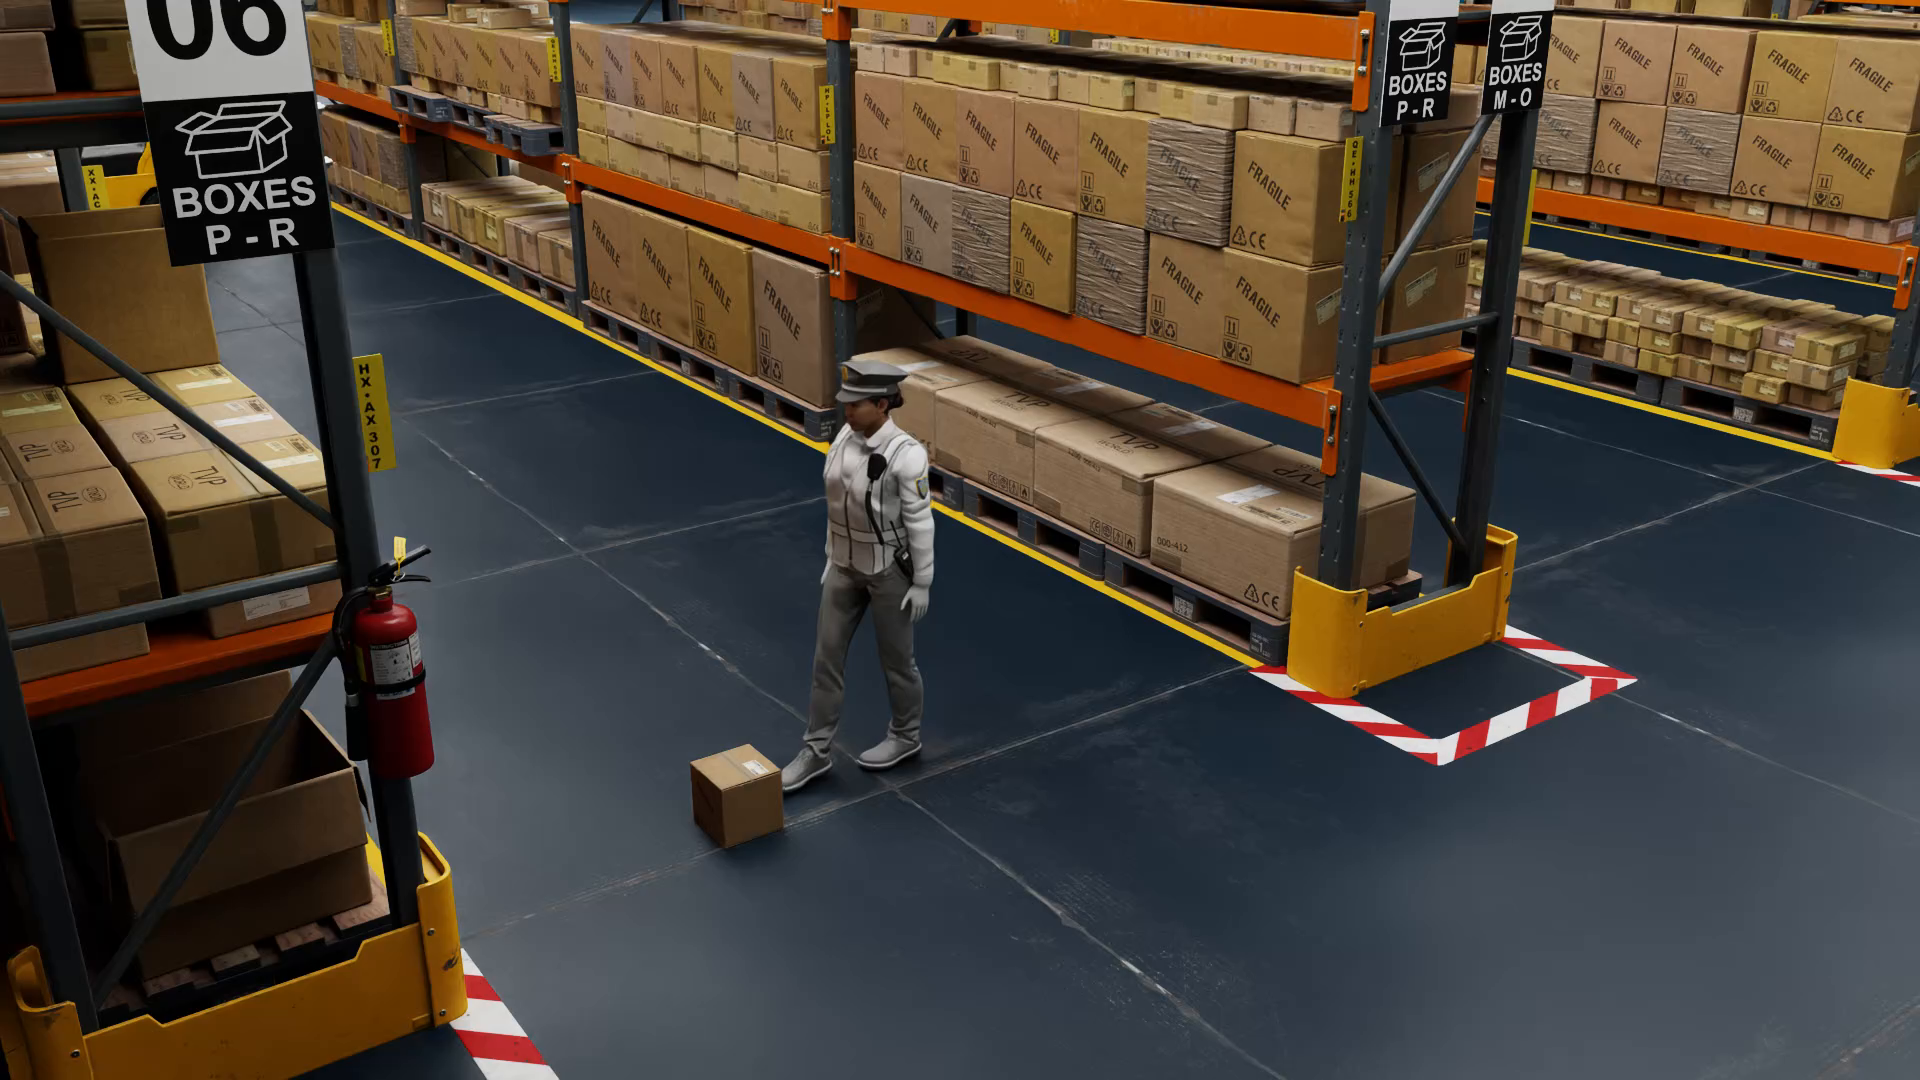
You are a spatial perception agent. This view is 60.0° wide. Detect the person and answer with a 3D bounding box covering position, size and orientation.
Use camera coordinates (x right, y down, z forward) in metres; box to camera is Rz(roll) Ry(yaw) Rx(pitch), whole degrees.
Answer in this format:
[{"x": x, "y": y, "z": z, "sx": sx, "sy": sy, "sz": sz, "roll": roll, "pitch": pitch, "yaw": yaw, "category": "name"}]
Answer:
[{"x": -0.412, "y": 0.154, "z": 6.245, "sx": 0.507, "sy": 1.663, "sz": 0.647, "roll": 17, "pitch": 27, "yaw": 36, "category": "person"}]
